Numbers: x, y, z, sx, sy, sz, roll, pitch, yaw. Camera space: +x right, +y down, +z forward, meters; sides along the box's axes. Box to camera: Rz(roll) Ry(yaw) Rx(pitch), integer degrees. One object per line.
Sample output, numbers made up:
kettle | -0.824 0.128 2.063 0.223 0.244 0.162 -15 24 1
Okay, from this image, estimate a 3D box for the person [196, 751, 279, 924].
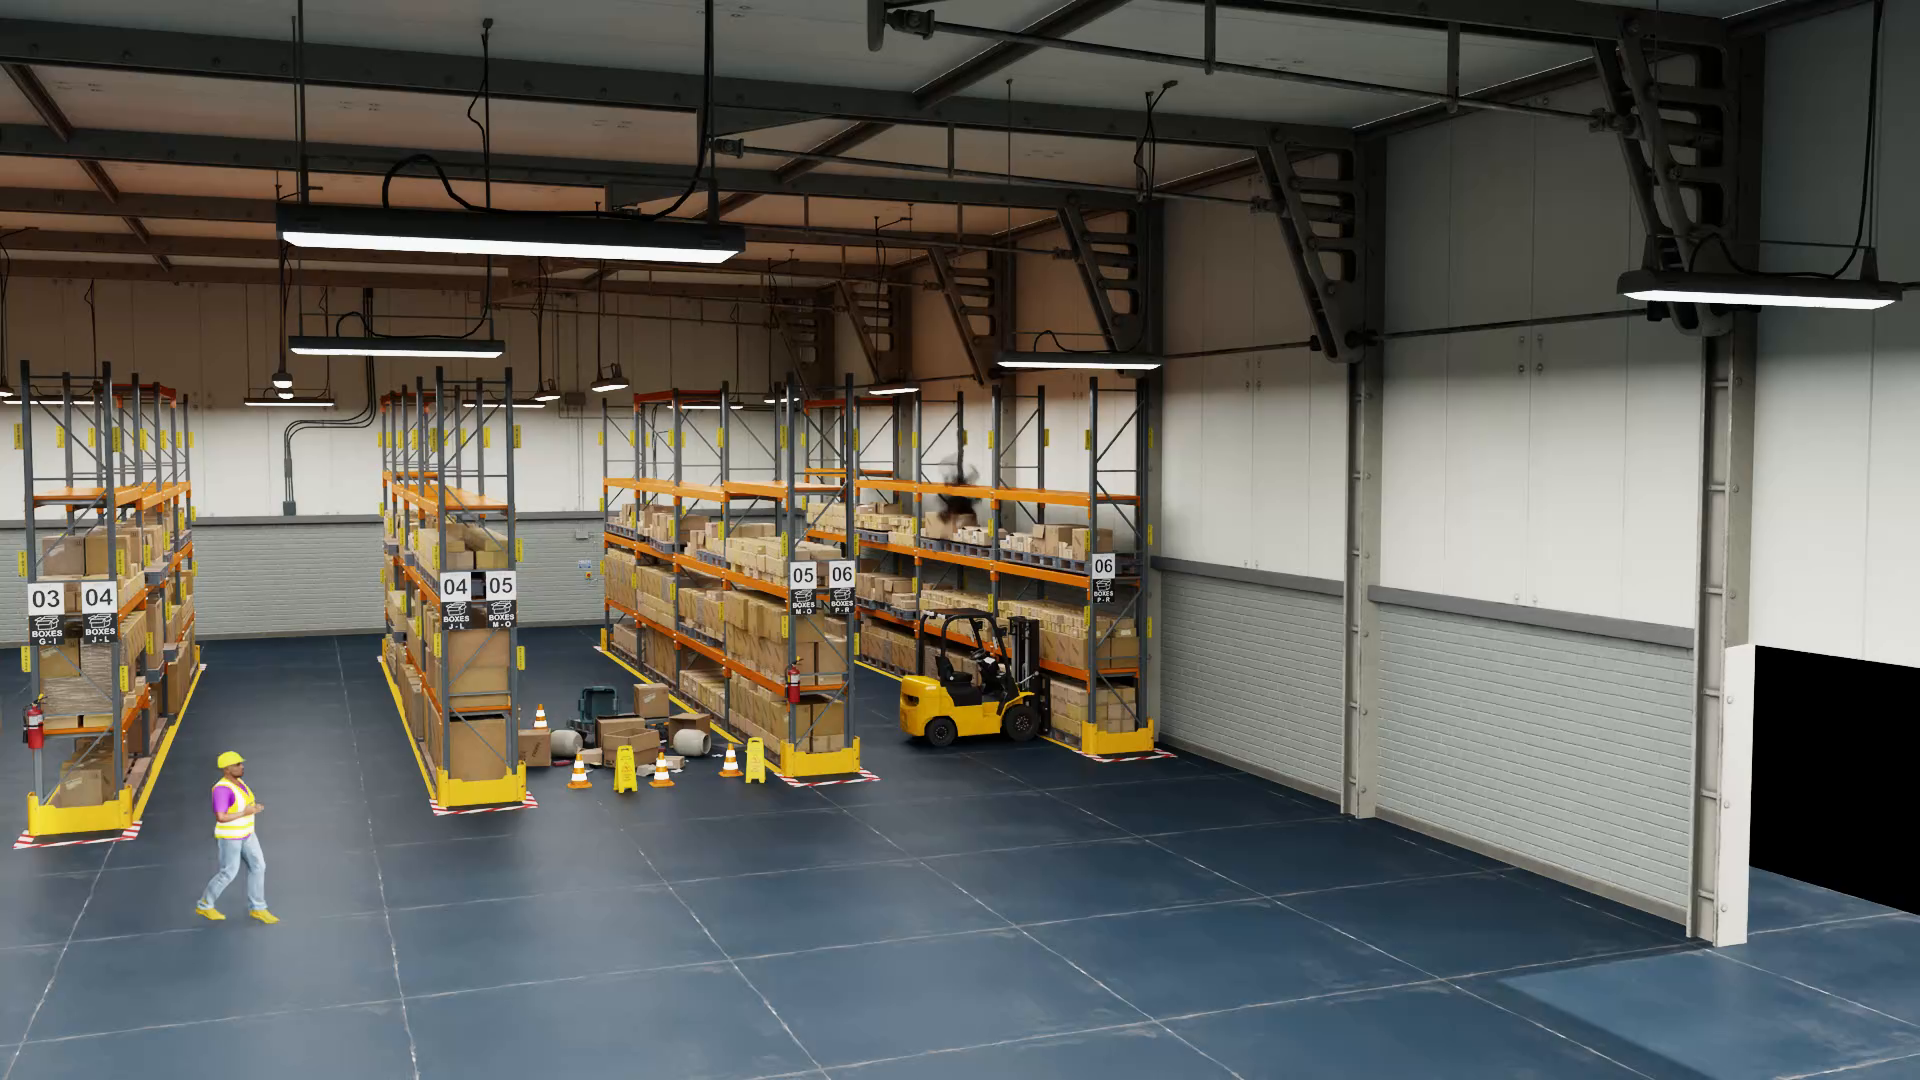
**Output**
person | -7.459 3.073 17.103 0.802 1.809 0.684 0 3 4
